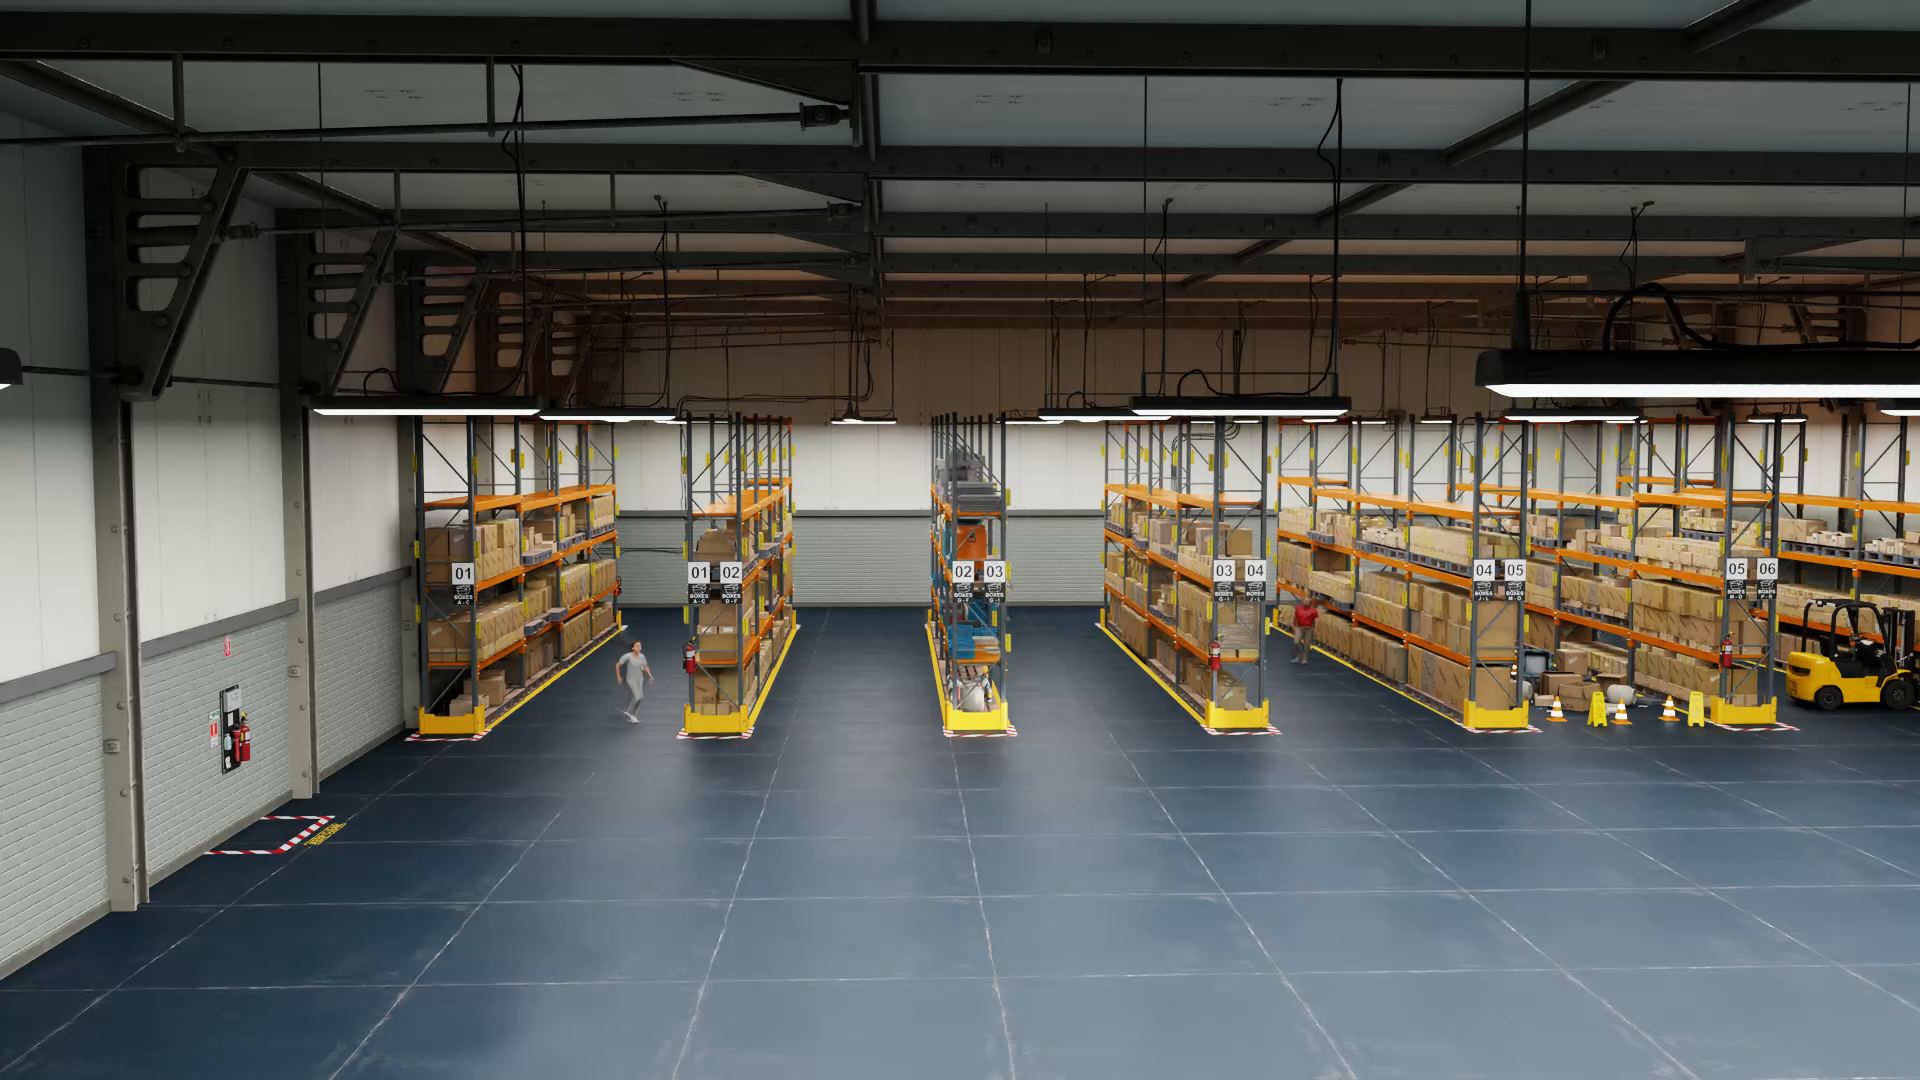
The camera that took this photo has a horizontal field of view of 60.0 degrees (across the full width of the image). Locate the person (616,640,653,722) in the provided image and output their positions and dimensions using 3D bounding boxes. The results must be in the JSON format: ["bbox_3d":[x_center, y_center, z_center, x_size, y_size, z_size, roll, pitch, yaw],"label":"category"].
[{"bbox_3d":[-6.263,2.730,31.997,0.602,1.615,0.685,-4,5,-44],"label":"person"}]

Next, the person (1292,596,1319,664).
[{"bbox_3d":[8.287,2.161,39.912,0.663,1.671,0.739,1,4,16],"label":"person"}]

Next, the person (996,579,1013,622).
[{"bbox_3d":[1.286,1.544,49.153,0.853,1.644,0.617,2,4,29],"label":"person"}]

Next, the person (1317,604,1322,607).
[{"bbox_3d":[11.040,1.466,50.109,0.911,1.681,0.598,-3,5,-33],"label":"person"}]
